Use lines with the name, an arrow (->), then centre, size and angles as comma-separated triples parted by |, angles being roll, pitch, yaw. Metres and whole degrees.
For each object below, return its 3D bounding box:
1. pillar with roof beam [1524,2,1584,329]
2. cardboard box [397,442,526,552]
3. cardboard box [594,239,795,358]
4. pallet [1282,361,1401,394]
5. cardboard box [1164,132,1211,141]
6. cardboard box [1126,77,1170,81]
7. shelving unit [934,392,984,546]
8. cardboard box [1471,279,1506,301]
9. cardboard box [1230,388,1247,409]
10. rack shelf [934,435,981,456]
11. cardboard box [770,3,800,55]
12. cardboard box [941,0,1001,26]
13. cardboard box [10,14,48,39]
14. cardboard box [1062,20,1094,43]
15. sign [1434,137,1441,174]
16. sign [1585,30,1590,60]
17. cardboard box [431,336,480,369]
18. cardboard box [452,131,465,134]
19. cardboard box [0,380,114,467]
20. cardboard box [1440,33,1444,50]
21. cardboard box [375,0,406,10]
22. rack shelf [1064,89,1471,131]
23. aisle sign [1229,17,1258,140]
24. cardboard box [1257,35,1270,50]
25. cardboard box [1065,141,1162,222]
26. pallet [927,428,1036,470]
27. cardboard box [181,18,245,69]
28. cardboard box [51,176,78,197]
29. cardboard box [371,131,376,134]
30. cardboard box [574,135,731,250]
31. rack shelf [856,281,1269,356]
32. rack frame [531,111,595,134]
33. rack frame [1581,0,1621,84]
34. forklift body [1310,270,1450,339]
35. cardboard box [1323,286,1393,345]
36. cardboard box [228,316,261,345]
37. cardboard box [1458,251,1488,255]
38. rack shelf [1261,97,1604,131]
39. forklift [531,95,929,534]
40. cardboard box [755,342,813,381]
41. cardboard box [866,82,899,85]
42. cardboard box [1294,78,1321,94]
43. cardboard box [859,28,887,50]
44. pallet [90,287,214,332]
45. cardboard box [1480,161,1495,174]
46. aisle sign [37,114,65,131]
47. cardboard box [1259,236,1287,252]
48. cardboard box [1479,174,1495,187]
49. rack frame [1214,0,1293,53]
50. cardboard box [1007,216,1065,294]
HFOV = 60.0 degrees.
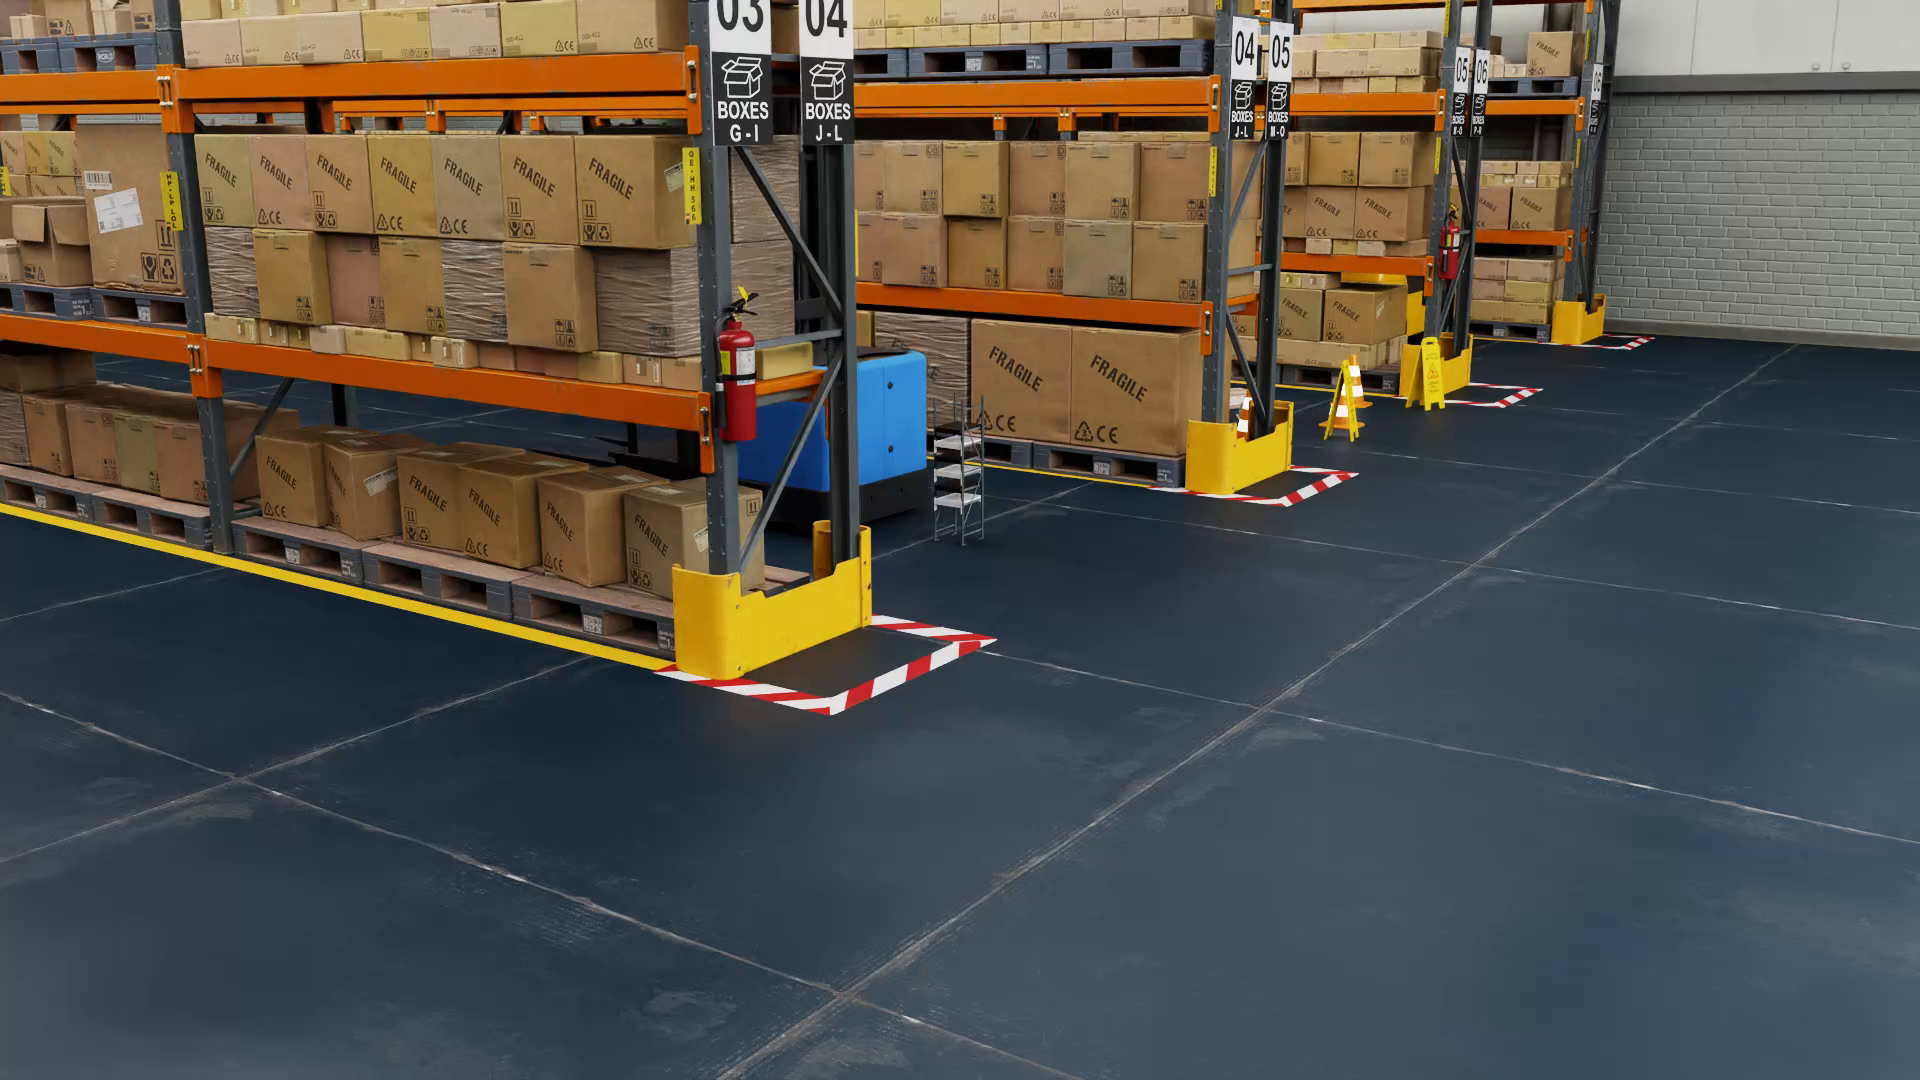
pillar with roof beam -> 4.984, -6.222, 16.732 | 0.400, 9.000, 9.100 | 9, 17, 33
cardboard box -> -2.807, -0.252, 9.425 | 0.500, 0.500, 0.500 | 8, 16, 28
cardboard box -> -1.277, -1.201, 8.107 | 0.500, 0.500, 0.875 | 9, 17, 33
pallet -> 3.977, -1.678, 16.662 | 1.213, 0.211, 1.003 | 9, 17, 33
cardboard box -> 2.433, -3.872, 16.815 | 0.500, 0.500, 0.700 | 9, 16, 32
cardboard box -> 2.021, -4.788, 16.875 | 0.500, 0.250, 0.500 | 9, 17, 32
shelving unit -> -0.007, -0.438, 10.219 | 0.210, 0.900, 0.258 | 9, 17, 33
cardboard box -> 6.473, -3.080, 20.329 | 0.500, 0.250, 0.500 | 9, 17, 32
cardboard box -> 2.480, -1.294, 15.242 | 0.380, 0.149, 0.250 | -7, 15, -25
rack shelf -> -0.007, -0.580, 10.184 | 0.200, 0.077, 0.258 | 9, 17, 33
cardboard box -> -1.092, -2.429, 7.961 | 0.500, 0.250, 0.500 | 10, 17, 34
cardboard box -> 0.205, -3.897, 12.192 | 0.500, 0.250, 0.500 | 9, 17, 33
cardboard box -> -5.767, -3.244, 10.554 | 0.250, 0.166, 0.380 | 9, 16, 31
cardboard box -> 0.919, -3.570, 11.703 | 0.250, 0.149, 0.380 | 9, 17, 33
sign -> 4.368, -3.513, 15.203 | 0.005, 0.325, 0.100 | 9, 17, 33
sign -> 7.147, -5.636, 18.930 | 0.005, 0.325, 0.100 | 9, 17, 33
cardboard box -> -2.491, -0.985, 8.581 | 0.250, 0.149, 0.380 | 9, 17, 33
cardboard box -> -6.722, -5.525, 22.762 | 0.250, 0.149, 0.380 | 9, 16, 32
cardboard box -> -6.440, -0.845, 11.779 | 0.500, 0.500, 0.700 | 8, 16, 28
cardboard box -> 4.513, -4.715, 15.747 | 0.250, 0.149, 0.380 | 9, 17, 32
cardboard box -> -2.722, -2.742, 8.399 | 0.250, 0.149, 0.380 | 10, 17, 34
rack shelf -> 3.035, -4.280, 16.626 | 4.000, 0.370, 1.077 | 9, 17, 33
aisle sign -> 1.907, -3.097, 11.183 | 0.004, 0.787, 0.394 | 9, 17, 33
cardboard box -> 2.958, -4.812, 16.140 | 0.250, 0.149, 0.380 | 10, 17, 34
cardboard box -> 1.222, -2.614, 12.083 | 0.550, 0.550, 0.875 | 9, 17, 33
pallet -> 0.300, -0.806, 13.142 | 1.213, 0.211, 1.003 | 9, 17, 33
cardboard box -> -3.925, -2.738, 9.209 | 0.500, 0.250, 0.500 | 8, 16, 31
cardboard box -> -10.185, -3.993, 19.384 | 0.500, 0.500, 0.500 | 9, 17, 34
cardboard box -> -8.185, -5.776, 23.775 | 0.250, 0.149, 0.380 | 10, 17, 34
cardboard box -> -1.431, -1.632, 7.766 | 0.500, 0.500, 0.500 | 9, 17, 33
rack shelf -> 0.356, -1.824, 12.945 | 4.000, 0.370, 1.077 | 9, 17, 33
rack frame -> -5.263, -4.514, 22.318 | 0.127, 3.000, 1.000 | 9, 17, 33
rack frame -> 7.462, -6.807, 19.096 | 0.127, 3.000, 1.000 | 9, 17, 33
forklift body -> 4.870, -3.374, 19.477 | 1.214, 2.155, 2.313 | 9, 17, 33
cardboard box -> 3.884, -2.194, 16.231 | 0.500, 0.500, 0.500 | 9, 17, 33
cardboard box -> -3.945, -1.219, 9.527 | 0.250, 0.149, 0.380 | 9, 17, 33
cardboard box -> 6.343, -3.488, 20.937 | 0.500, 0.250, 0.500 | 9, 17, 32
rack shelf -> 5.802, -5.270, 20.626 | 4.000, 0.370, 1.077 | 9, 17, 33
forklift -> -1.695, -1.718, 11.163 | 3.031, 2.935, 1.130 | 10, 17, 35
cardboard box -> -0.940, -0.893, 8.211 | 0.250, 0.149, 0.380 | 9, 17, 33
cardboard box -> -0.662, -5.285, 18.975 | 0.637, 0.503, 0.797 | 9, 17, 33
cardboard box -> 3.410, -4.372, 16.022 | 0.250, 0.149, 0.380 | 9, 17, 32
cardboard box -> -0.561, -3.809, 12.667 | 0.250, 0.149, 0.380 | 9, 16, 32
pallet -> -4.708, -1.504, 10.556 | 1.213, 0.211, 1.003 | 9, 17, 33
cardboard box -> 6.427, -4.514, 20.139 | 0.250, 0.149, 0.380 | 9, 17, 33
aisle sign -> -11.154, -5.382, 20.412 | 0.004, 0.787, 0.394 | 9, 17, 33
cardboard box -> 3.164, -2.948, 16.514 | 0.250, 0.149, 0.380 | 9, 17, 32
cardboard box -> 6.408, -4.360, 20.137 | 0.250, 0.149, 0.380 | 9, 17, 32
rack frame -> 2.016, -4.817, 11.054 | 0.127, 3.000, 1.000 | 9, 17, 33
cardboard box -> 0.819, -2.188, 12.606 | 0.550, 0.550, 0.875 | 9, 17, 33
